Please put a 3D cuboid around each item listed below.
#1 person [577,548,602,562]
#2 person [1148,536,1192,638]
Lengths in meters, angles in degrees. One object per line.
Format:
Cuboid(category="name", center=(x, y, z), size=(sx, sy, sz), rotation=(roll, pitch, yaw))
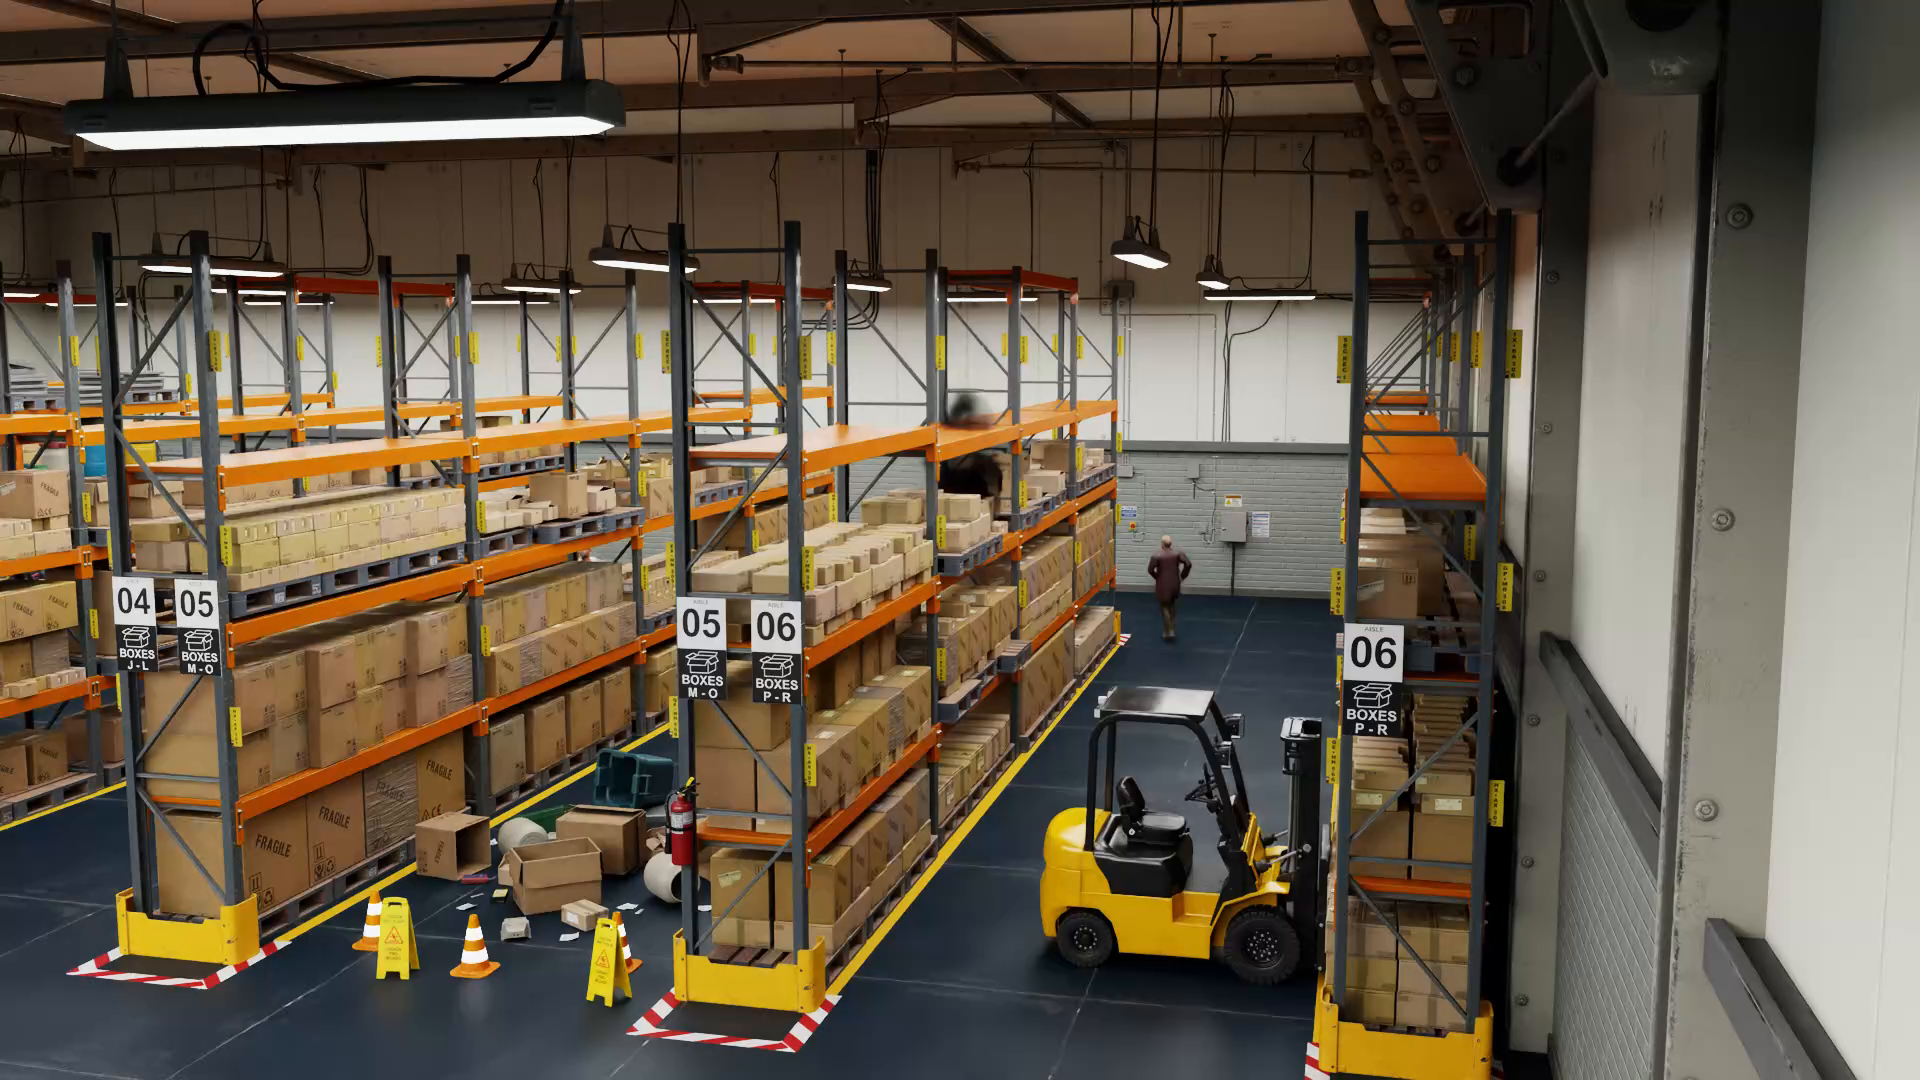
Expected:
Cuboid(category="person", center=(-6.299, 0.896, 28.038), size=(0.709, 1.739, 0.612), rotation=(1, 7, 10))
Cuboid(category="person", center=(3.567, 0.875, 28.556), size=(0.720, 1.728, 0.790), rotation=(-1, 7, -9))
